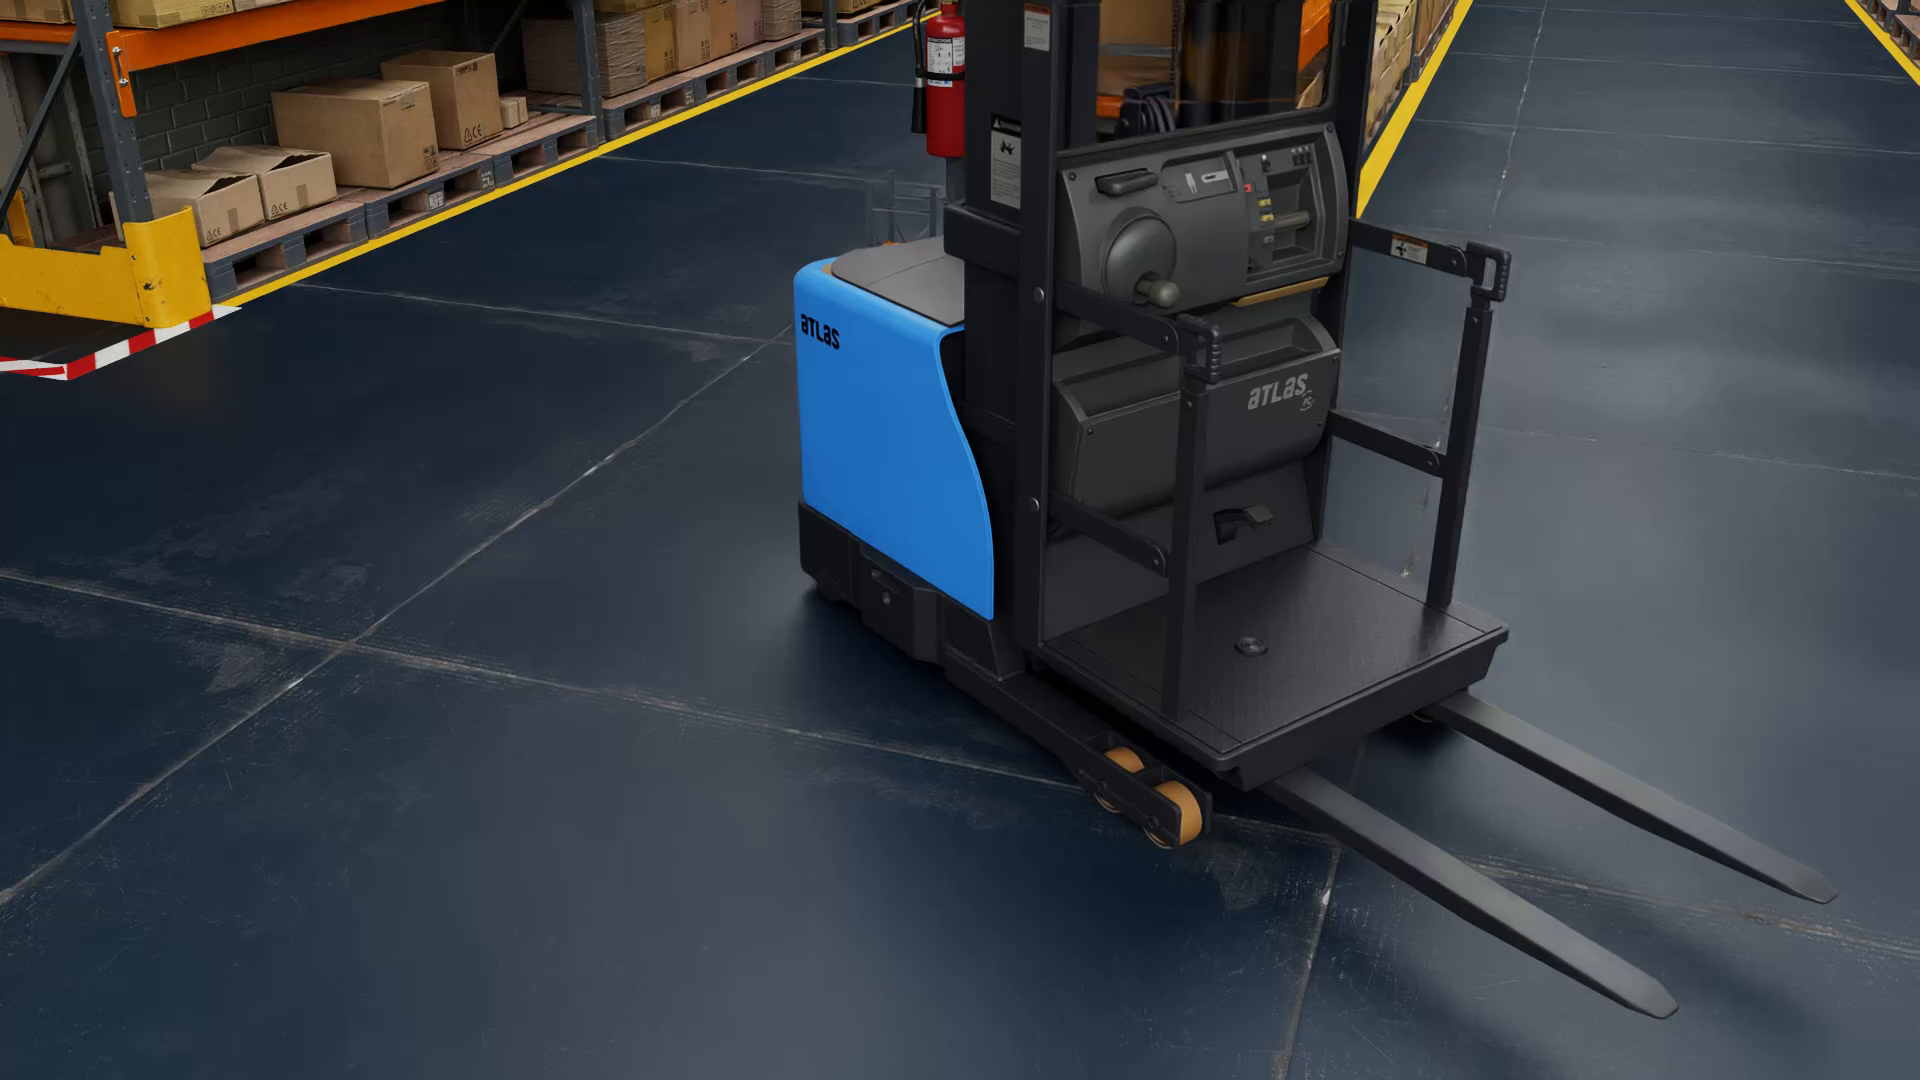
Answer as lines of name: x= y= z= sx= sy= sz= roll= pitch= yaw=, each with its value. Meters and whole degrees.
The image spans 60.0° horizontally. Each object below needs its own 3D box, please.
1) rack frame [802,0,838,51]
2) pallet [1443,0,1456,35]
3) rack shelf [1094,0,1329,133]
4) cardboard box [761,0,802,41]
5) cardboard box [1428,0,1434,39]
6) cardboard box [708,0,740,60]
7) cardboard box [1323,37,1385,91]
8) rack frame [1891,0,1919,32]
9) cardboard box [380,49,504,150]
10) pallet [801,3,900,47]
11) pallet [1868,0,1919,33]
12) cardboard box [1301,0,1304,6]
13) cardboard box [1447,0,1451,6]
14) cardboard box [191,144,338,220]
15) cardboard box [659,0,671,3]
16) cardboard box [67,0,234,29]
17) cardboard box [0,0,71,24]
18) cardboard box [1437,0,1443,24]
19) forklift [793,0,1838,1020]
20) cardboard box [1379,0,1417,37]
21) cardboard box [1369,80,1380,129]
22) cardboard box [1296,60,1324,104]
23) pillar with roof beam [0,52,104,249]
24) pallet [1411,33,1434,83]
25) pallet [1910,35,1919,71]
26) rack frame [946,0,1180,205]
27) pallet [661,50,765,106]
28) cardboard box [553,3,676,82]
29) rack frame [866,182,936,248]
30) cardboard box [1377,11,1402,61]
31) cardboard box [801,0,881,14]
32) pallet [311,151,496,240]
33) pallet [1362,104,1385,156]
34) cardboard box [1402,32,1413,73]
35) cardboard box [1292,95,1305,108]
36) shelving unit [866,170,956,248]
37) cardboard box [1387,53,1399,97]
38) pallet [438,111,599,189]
rack frame: x=-1.572 y=-5.746 z=14.175 sx=1.000 sy=3.000 sz=0.127 roll=9 pitch=27 yaw=17
pallet: x=4.196 y=-5.078 z=15.995 sx=1.003 sy=0.211 sz=1.213 roll=9 pitch=27 yaw=17
rack shelf: x=1.104 y=-2.239 z=7.759 sx=1.077 sy=0.370 sz=4.000 roll=9 pitch=27 yaw=17
cardboard box: x=-1.763 y=-4.515 z=13.997 sx=0.700 sy=0.500 sz=0.500 roll=9 pitch=27 yaw=18
cardboard box: x=3.690 y=-4.463 z=13.890 sx=0.500 sy=0.500 sz=0.500 roll=8 pitch=27 yaw=16
cardboard box: x=-2.183 y=-4.112 z=13.164 sx=0.700 sy=0.500 sz=0.500 roll=9 pitch=27 yaw=17
cardboard box: x=2.484 y=-3.140 z=10.824 sx=0.500 sy=0.311 sz=0.500 roll=8 pitch=27 yaw=16
rack frame: x=9.101 y=-5.953 z=14.603 sx=1.000 sy=3.000 sz=0.127 roll=9 pitch=27 yaw=17
cardboard box: x=-3.211 y=-2.743 z=10.336 sx=0.500 sy=0.500 sz=0.500 roll=7 pitch=27 yaw=14
pallet: x=-1.239 y=-4.804 z=15.429 sx=1.003 sy=0.211 sz=1.213 roll=9 pitch=27 yaw=17
pallet: x=9.309 y=-5.005 z=15.846 sx=1.003 sy=0.211 sz=1.213 roll=9 pitch=27 yaw=17
cardboard box: x=1.287 y=-2.823 z=8.025 sx=0.700 sy=0.500 sz=0.500 roll=9 pitch=27 yaw=18
cardboard box: x=4.365 y=-5.299 z=15.616 sx=0.500 sy=0.500 sz=0.500 roll=9 pitch=27 yaw=18
cardboard box: x=-3.730 y=-1.951 z=8.919 sx=0.500 sy=0.311 sz=0.500 roll=11 pitch=28 yaw=22
cardboard box: x=-2.361 y=-4.213 z=12.512 sx=0.500 sy=0.250 sz=0.500 roll=8 pitch=27 yaw=16
cardboard box: x=-3.773 y=-2.554 z=7.732 sx=0.500 sy=0.250 sz=0.500 roll=8 pitch=27 yaw=16
cardboard box: x=-4.262 y=-2.620 z=7.868 sx=0.500 sy=0.250 sz=0.500 roll=9 pitch=27 yaw=18
cardboard box: x=4.031 y=-4.884 z=14.759 sx=0.500 sy=0.500 sz=0.500 roll=8 pitch=27 yaw=16
forklift: x=0.760 y=-0.790 z=4.018 sx=1.130 sy=2.935 sz=3.031 roll=-18 pitch=31 yaw=-32
cardboard box: x=3.158 y=-3.982 z=12.561 sx=0.500 sy=0.311 sz=0.500 roll=9 pitch=27 yaw=19
cardboard box: x=2.478 y=-2.889 z=10.949 sx=0.500 sy=0.250 sz=0.500 roll=8 pitch=27 yaw=16
cardboard box: x=1.644 y=-2.248 z=8.764 sx=0.500 sy=0.500 sz=0.500 roll=9 pitch=27 yaw=17
pillar with roof beam: x=-0.758 y=-4.947 z=5.641 sx=9.100 sy=9.000 sz=0.400 roll=9 pitch=27 yaw=17
pallet: x=3.384 y=-4.075 z=13.924 sx=1.003 sy=0.211 sz=1.213 roll=9 pitch=27 yaw=17
pallet: x=8.401 y=-3.884 z=13.529 sx=1.003 sy=0.211 sz=1.213 roll=9 pitch=27 yaw=17
rack frame: x=0.438 y=-1.741 z=5.904 sx=1.000 sy=3.000 sz=0.127 roll=9 pitch=27 yaw=17
pallet: x=-2.241 y=-3.670 z=13.088 sx=1.003 sy=0.211 sz=1.213 roll=9 pitch=27 yaw=17
cardboard box: x=-2.550 y=-3.699 z=12.312 sx=0.700 sy=0.500 sz=0.500 roll=8 pitch=27 yaw=16
rack frame: x=-0.193 y=-0.597 z=5.597 sx=0.240 sy=1.200 sz=0.006 roll=9 pitch=26 yaw=17
cardboard box: x=2.821 y=-3.560 z=11.691 sx=0.500 sy=0.311 sz=0.500 roll=9 pitch=27 yaw=17
cardboard box: x=-1.204 y=-5.250 z=15.137 sx=0.750 sy=0.750 sz=0.750 roll=8 pitch=27 yaw=17
pallet: x=-3.498 y=-2.063 z=9.768 sx=1.003 sy=0.211 sz=1.213 roll=9 pitch=27 yaw=17
pallet: x=2.382 y=-2.941 z=11.583 sx=1.003 sy=0.211 sz=1.213 roll=9 pitch=27 yaw=17
cardboard box: x=3.155 y=-3.729 z=12.682 sx=0.500 sy=0.250 sz=0.500 roll=9 pitch=27 yaw=19
cardboard box: x=1.328 y=-1.834 z=7.909 sx=0.500 sy=0.500 sz=0.500 roll=9 pitch=27 yaw=17
shelving unit: x=-0.163 y=-0.633 z=5.675 sx=0.258 sy=1.200 sz=0.189 roll=9 pitch=26 yaw=17
cardboard box: x=2.817 y=-3.310 z=11.818 sx=0.500 sy=0.250 sz=0.500 roll=9 pitch=27 yaw=19
pallet: x=-3.094 y=-2.566 z=10.807 sx=1.003 sy=0.211 sz=1.213 roll=9 pitch=27 yaw=17
